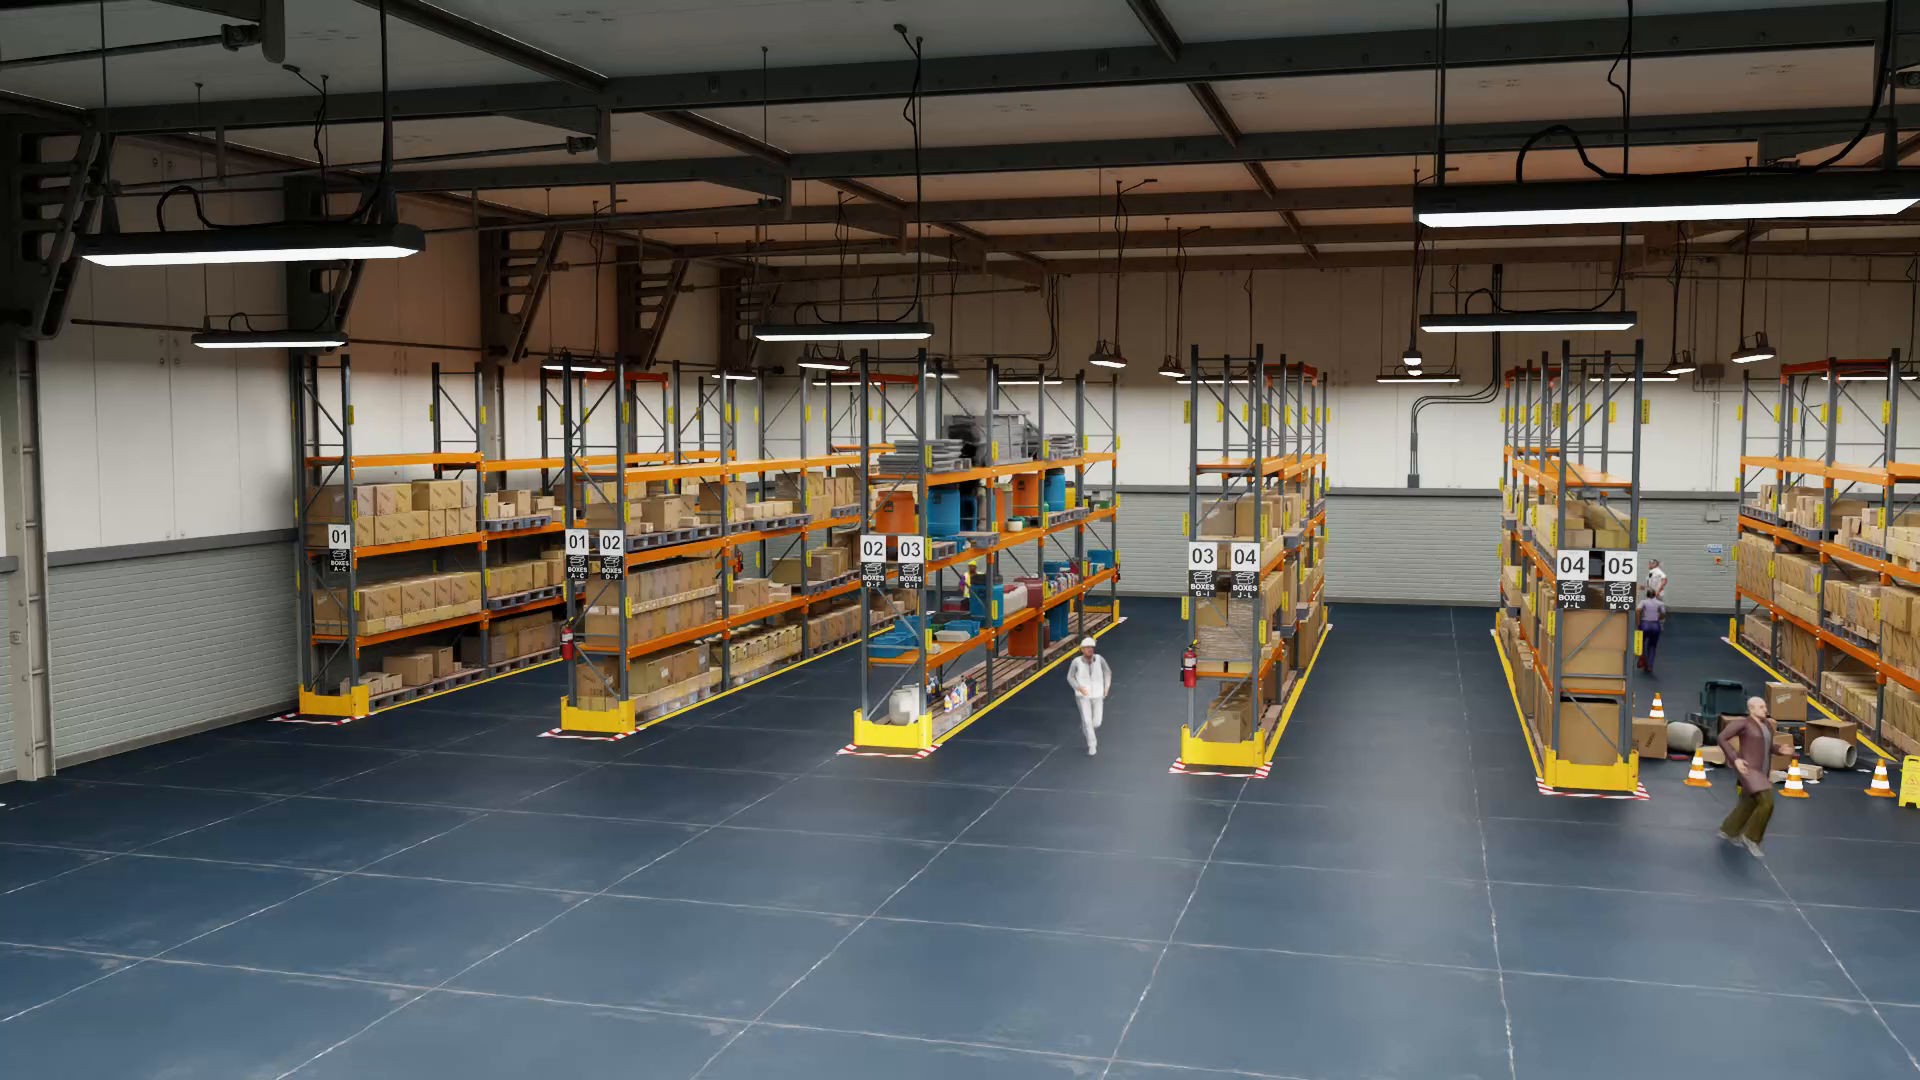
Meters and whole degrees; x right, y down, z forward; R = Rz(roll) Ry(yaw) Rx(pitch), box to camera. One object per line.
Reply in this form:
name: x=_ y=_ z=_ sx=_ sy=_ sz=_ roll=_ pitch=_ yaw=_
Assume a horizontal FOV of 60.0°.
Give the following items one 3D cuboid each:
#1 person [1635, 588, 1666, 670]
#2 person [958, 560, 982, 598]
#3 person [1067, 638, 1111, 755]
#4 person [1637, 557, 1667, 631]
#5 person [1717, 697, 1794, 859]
person: x=13.515 y=1.745 z=32.619 sx=0.599 sy=1.602 sz=0.646 roll=1 pitch=4 yaw=15
person: x=0.283 y=1.319 z=37.366 sx=0.682 sy=1.721 sz=0.614 roll=1 pitch=4 yaw=10
person: x=1.917 y=2.303 z=24.800 sx=0.688 sy=1.736 sz=0.704 roll=-1 pitch=4 yaw=-9
person: x=15.933 y=1.260 z=38.304 sx=0.631 sy=1.753 sz=0.697 roll=1 pitch=4 yaw=16
person: x=9.067 y=2.704 z=18.998 sx=0.681 sy=1.837 sz=0.829 roll=-3 pitch=5 yaw=-36
